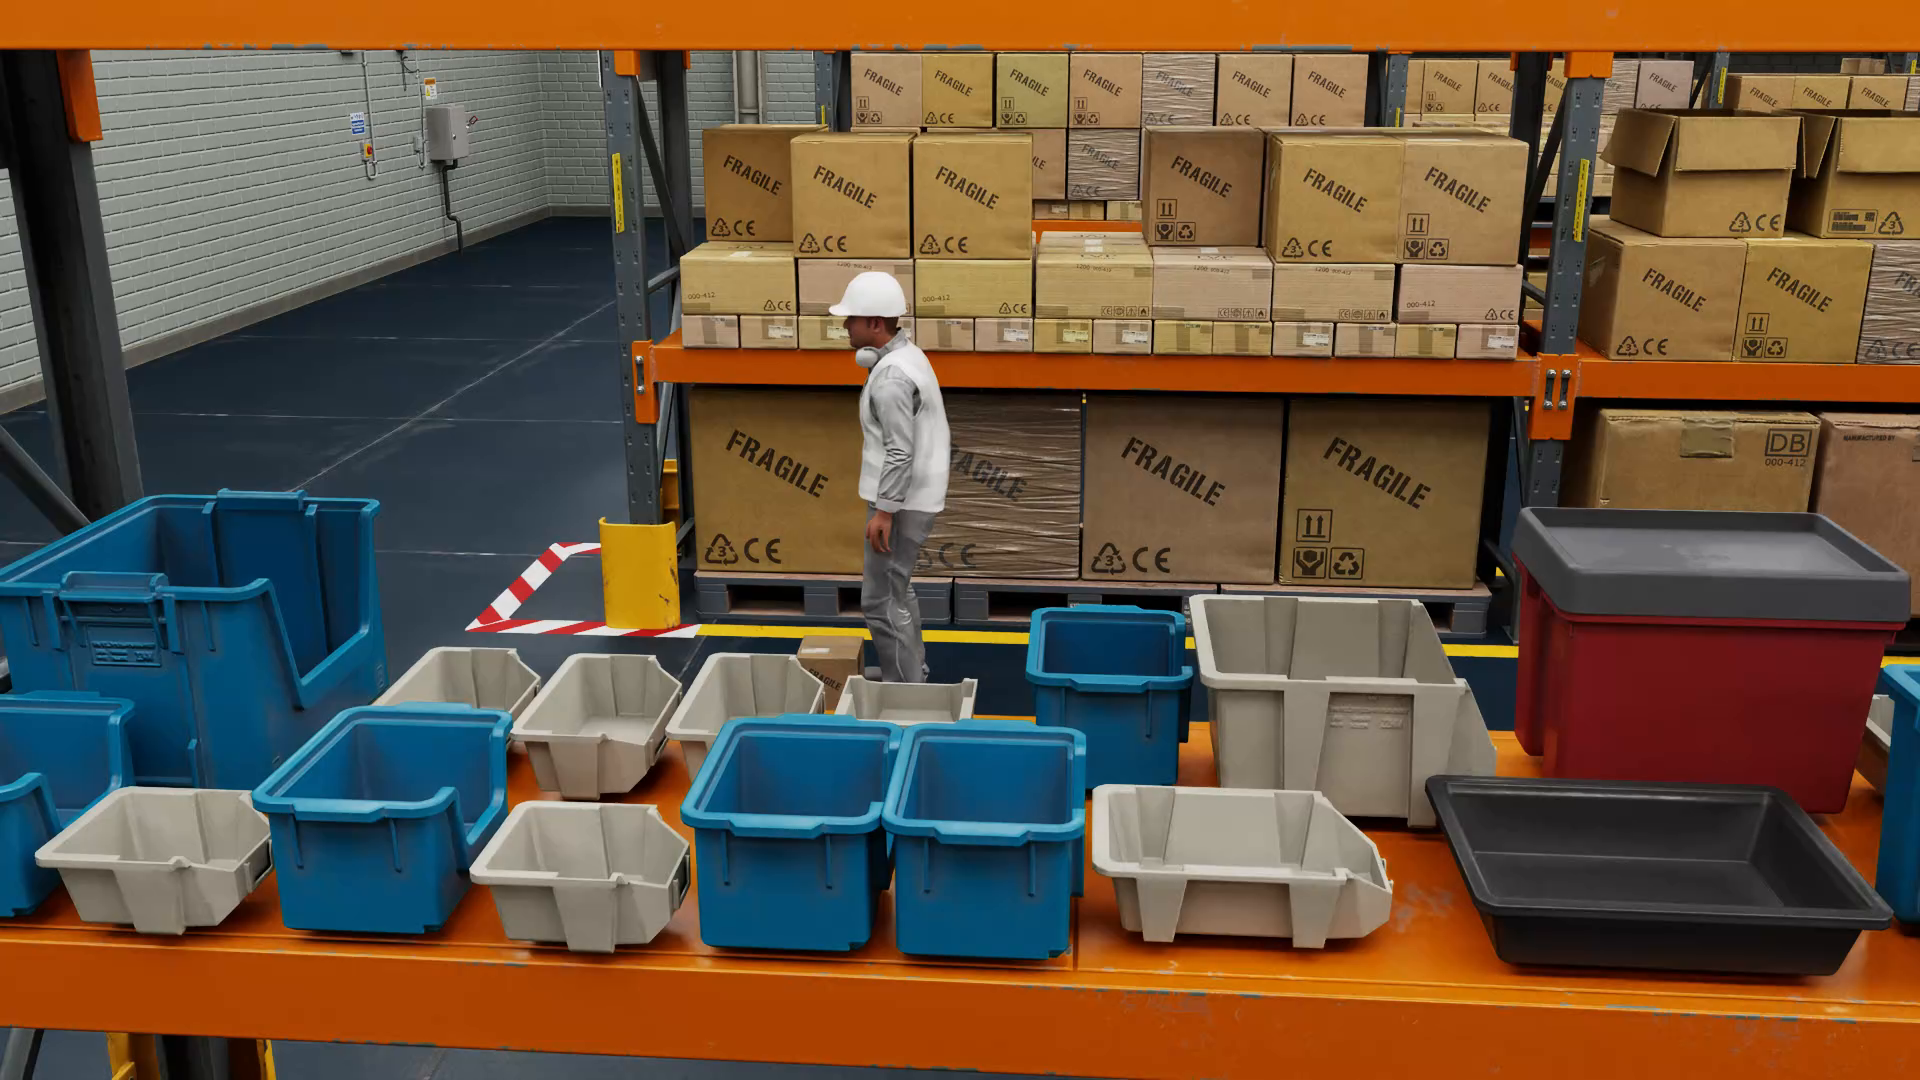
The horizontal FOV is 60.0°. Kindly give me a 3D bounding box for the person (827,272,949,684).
[{"bbox_3d":[-0.273,-0.171,6.549,0.464,1.771,0.588,1,17,3],"label":"person"}]
